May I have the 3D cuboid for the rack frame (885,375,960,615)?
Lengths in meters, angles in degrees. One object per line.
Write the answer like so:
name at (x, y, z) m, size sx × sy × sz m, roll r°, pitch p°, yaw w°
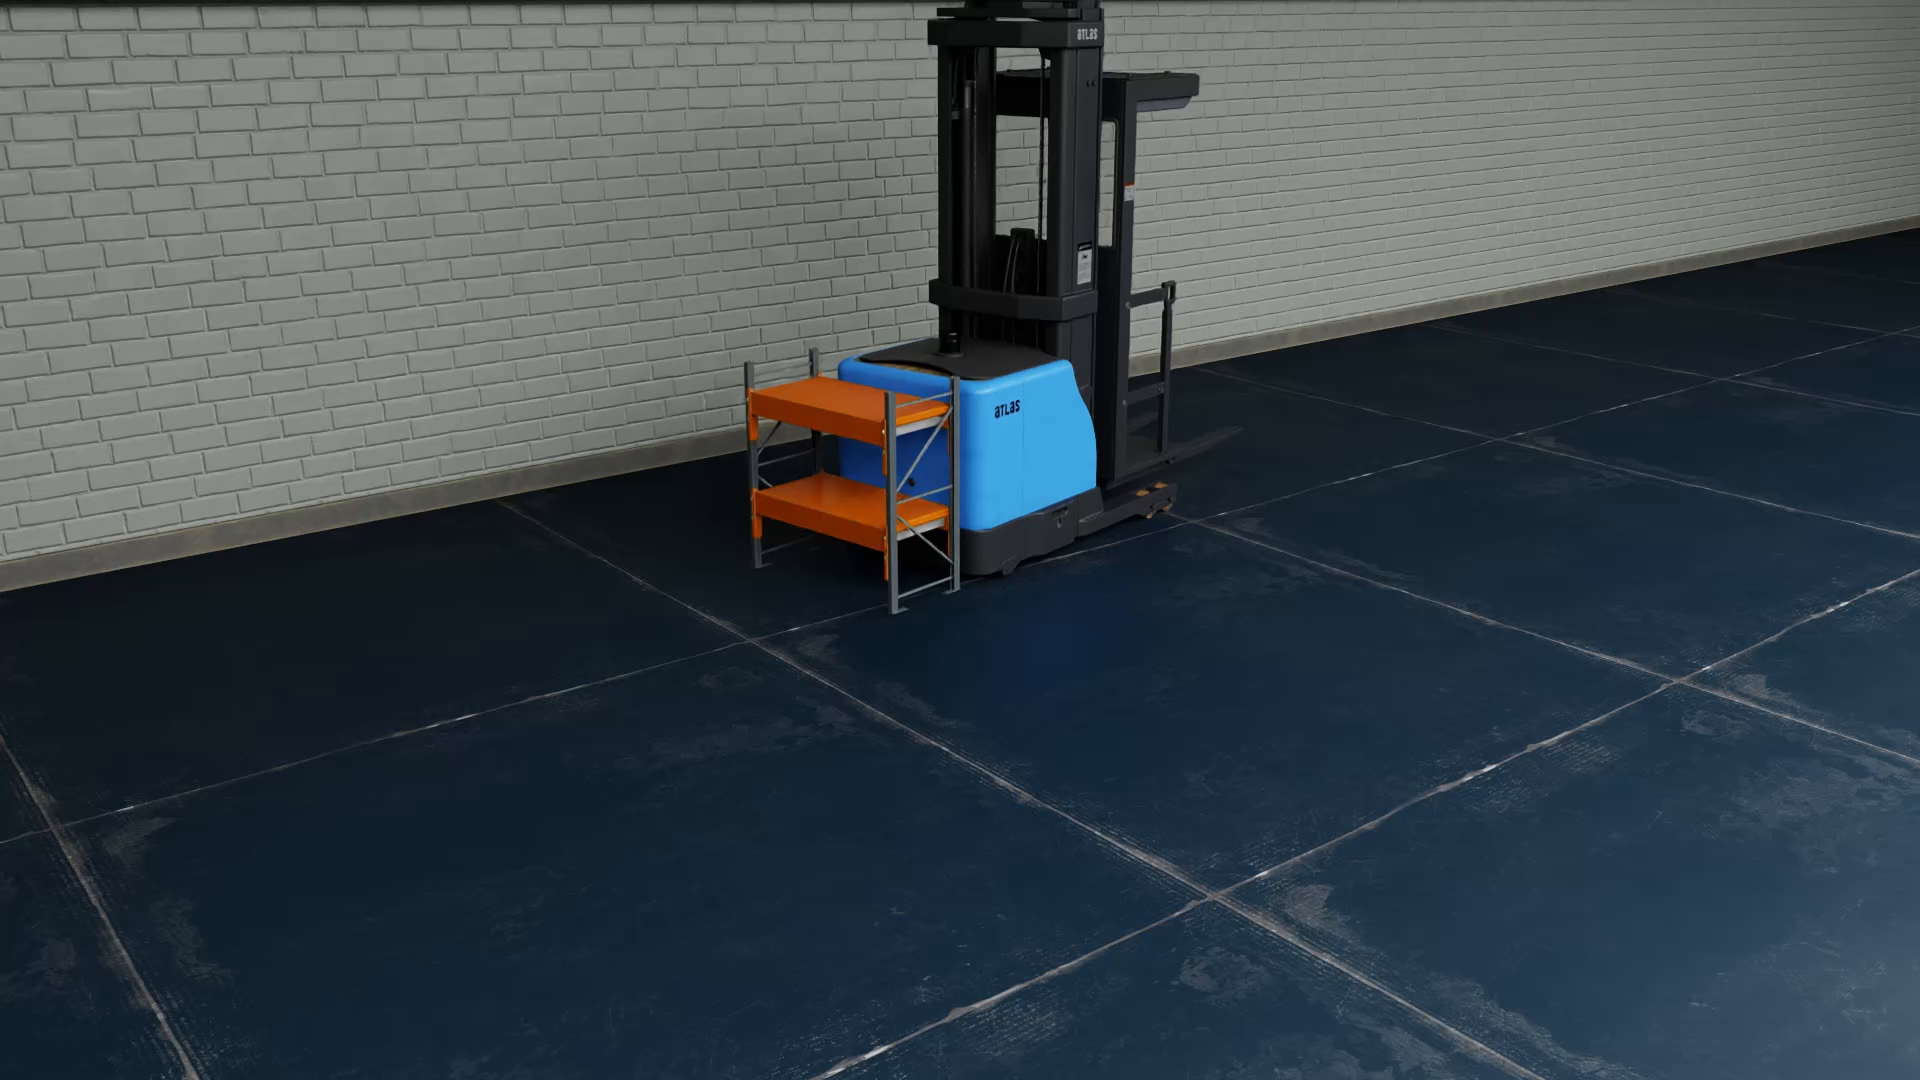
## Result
rack frame at (-0.180, -0.222, 8.243) m, size 0.032 × 1.125 × 0.500 m, roll 16°, pitch 24°, yaw 40°

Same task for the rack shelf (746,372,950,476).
rack shelf at (-0.557, -0.607, 8.475) m, size 1.000 × 0.278 × 0.538 m, roll 16°, pitch 24°, yaw 40°

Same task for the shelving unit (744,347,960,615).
shelving unit at (-0.557, -0.329, 8.567) m, size 1.048 × 1.125 × 0.538 m, roll 16°, pitch 24°, yaw 40°

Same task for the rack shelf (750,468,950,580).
rack shelf at (-0.557, -0.097, 8.644) m, size 1.000 × 0.278 × 0.538 m, roll 16°, pitch 24°, yaw 40°

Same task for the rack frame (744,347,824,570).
rack frame at (-0.934, -0.436, 8.890) m, size 0.032 × 1.125 × 0.500 m, roll 16°, pitch 24°, yaw 40°

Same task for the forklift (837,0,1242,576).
forklift at (0.639, -1.602, 9.537) m, size 1.130 × 2.935 × 3.031 m, roll 14°, pitch 23°, yaw 36°
